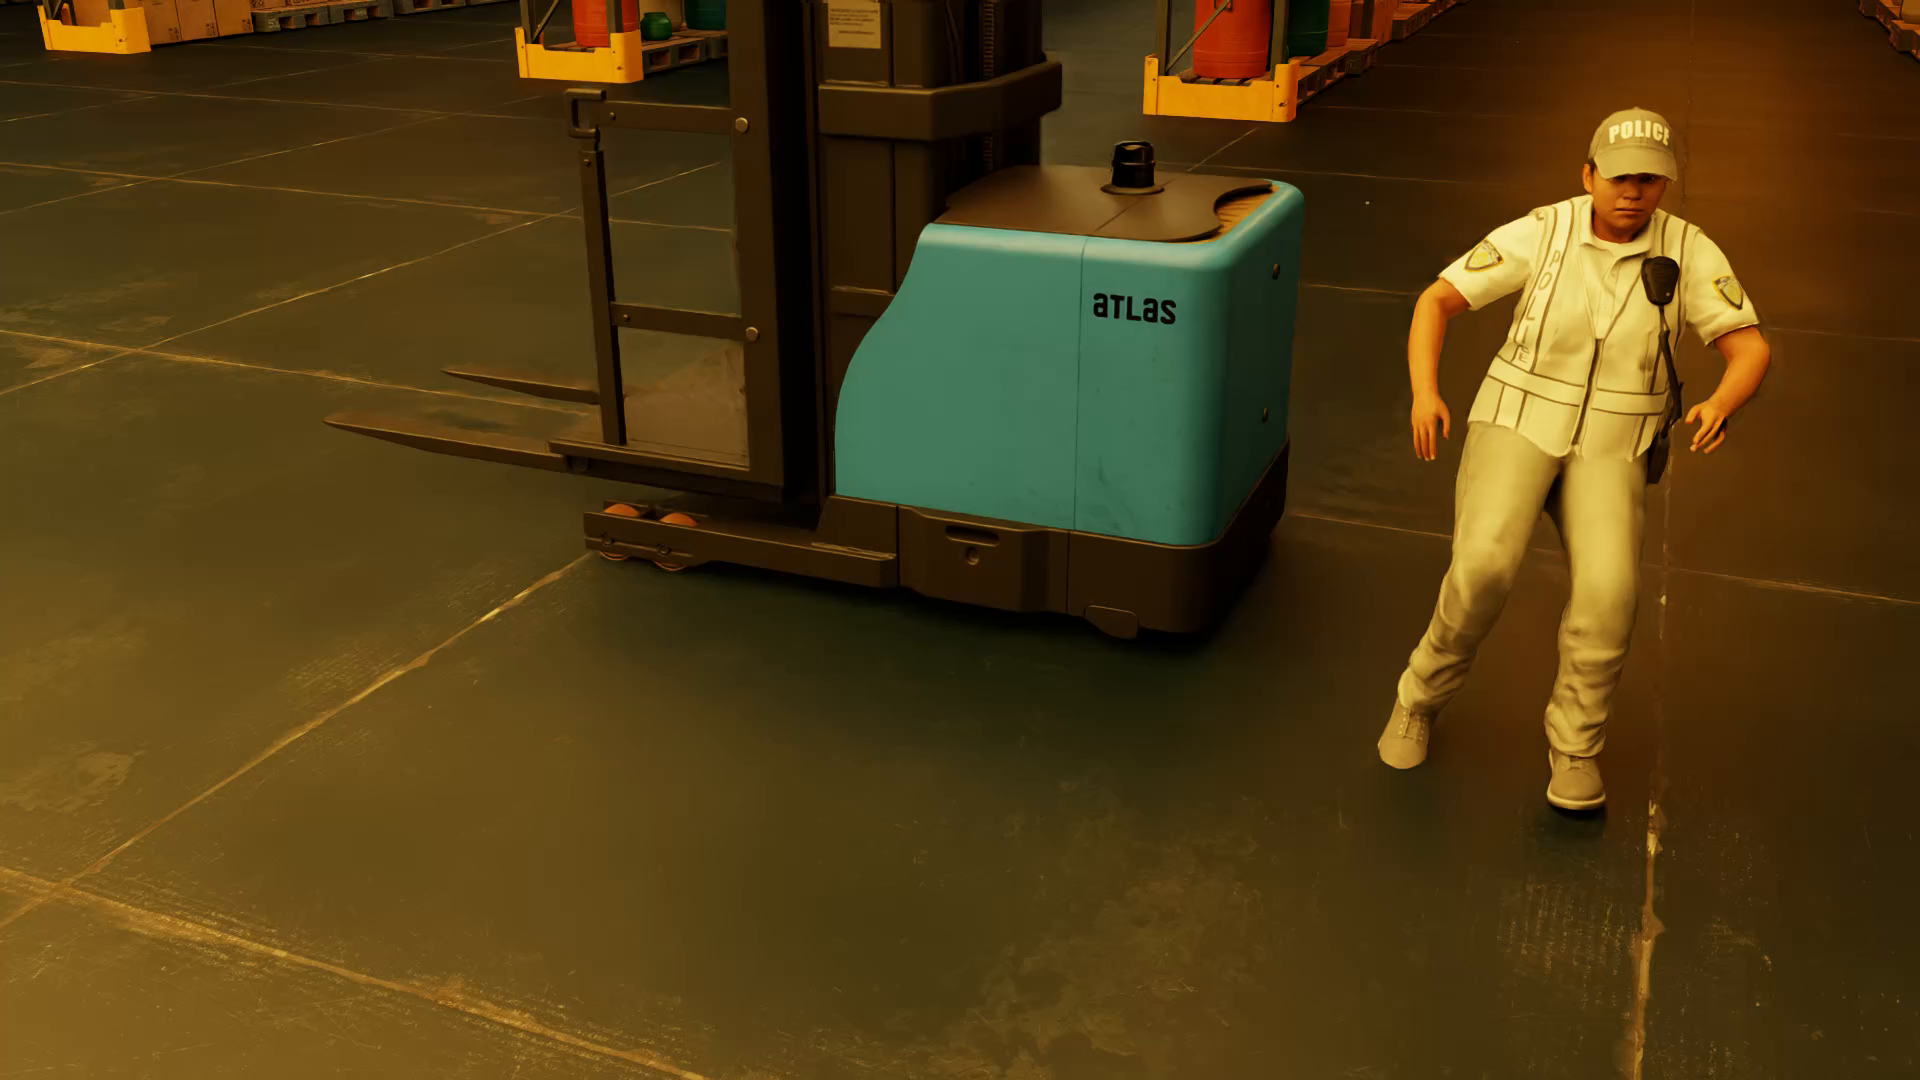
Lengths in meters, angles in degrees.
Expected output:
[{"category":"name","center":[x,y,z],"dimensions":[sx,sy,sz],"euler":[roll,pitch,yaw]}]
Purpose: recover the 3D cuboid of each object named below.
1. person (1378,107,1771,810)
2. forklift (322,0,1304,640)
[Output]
[{"category":"person","center":[1.378,-0.176,3.702],"dimensions":[0.767,1.489,0.758],"euler":[4,23,9]},{"category":"forklift","center":[-0.570,-1.439,4.734],"dimensions":[3.031,2.935,1.130],"euler":[9,24,20]}]
